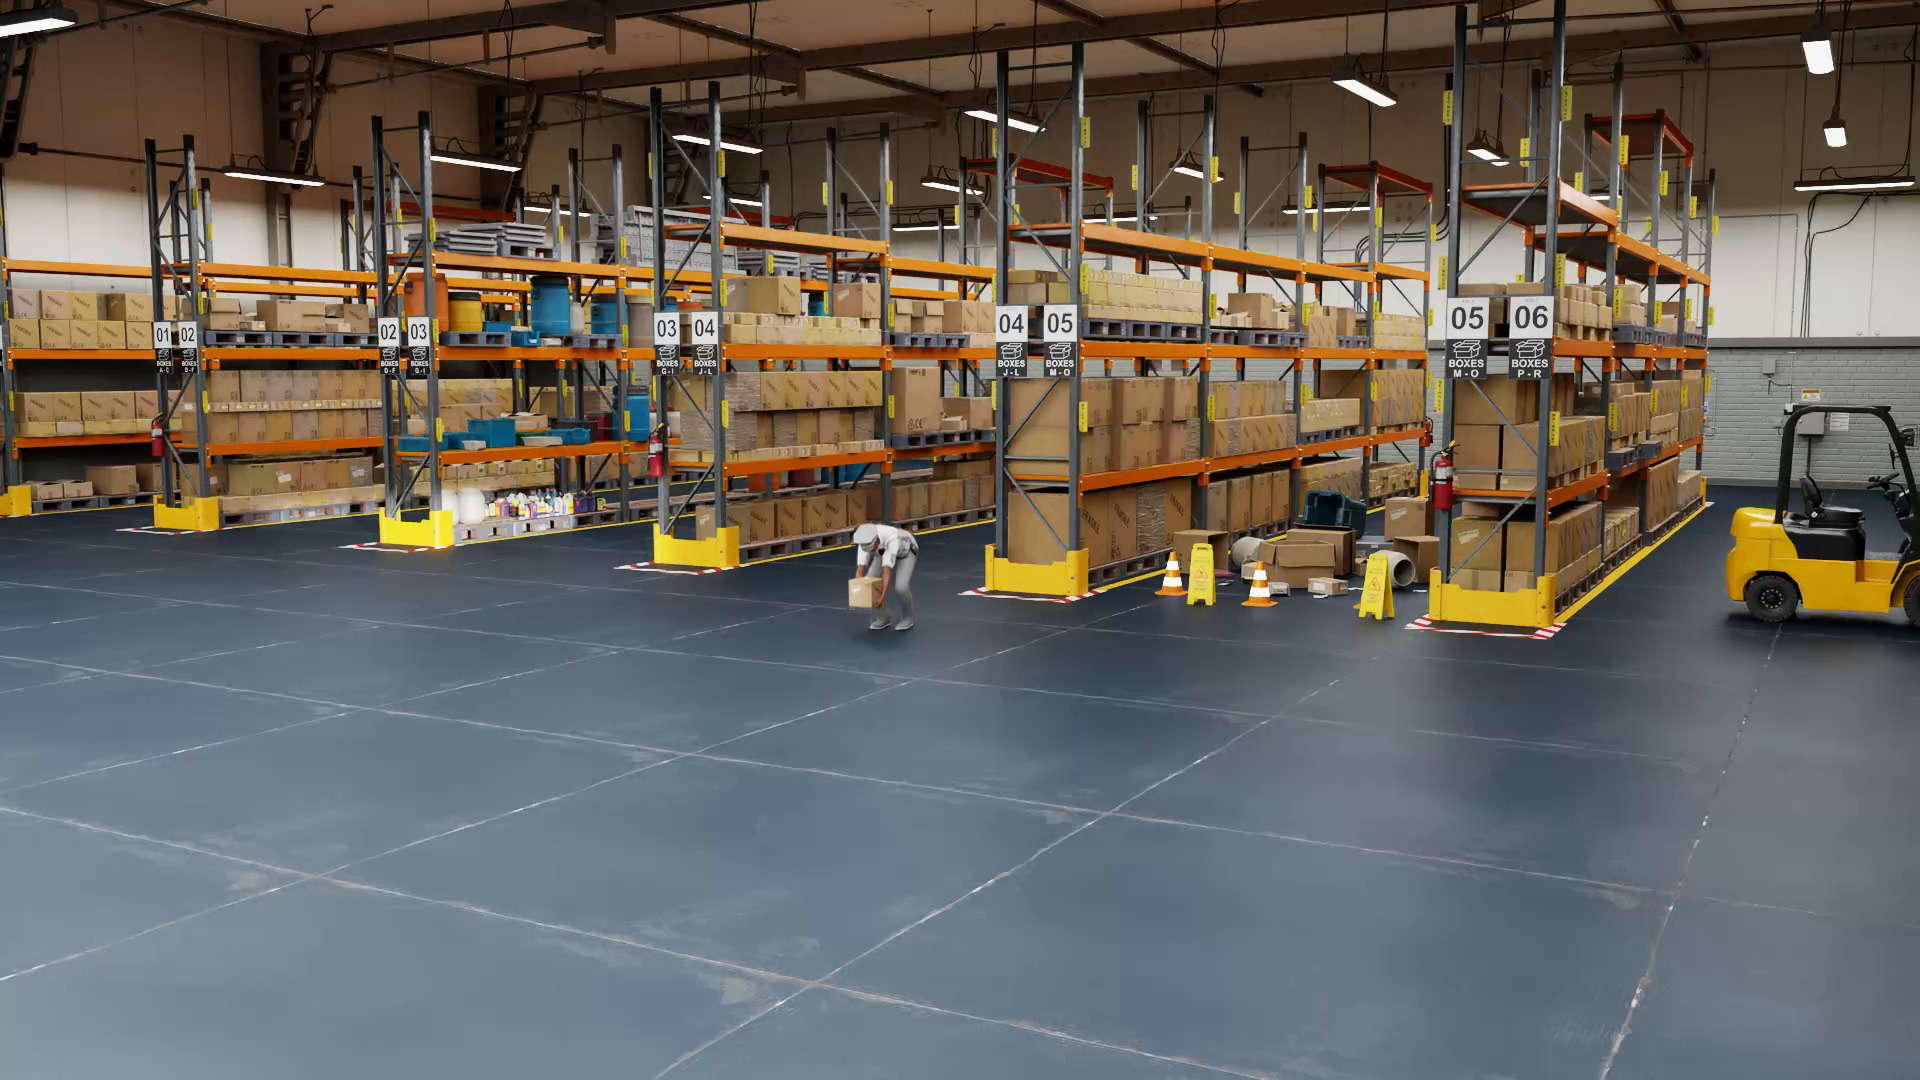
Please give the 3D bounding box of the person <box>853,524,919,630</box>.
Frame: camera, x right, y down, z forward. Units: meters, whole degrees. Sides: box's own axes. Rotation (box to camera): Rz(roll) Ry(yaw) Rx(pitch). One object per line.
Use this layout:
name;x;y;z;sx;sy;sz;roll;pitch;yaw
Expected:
person;-0.729;0.347;15.953;0.454;1.064;0.933;3;7;26
